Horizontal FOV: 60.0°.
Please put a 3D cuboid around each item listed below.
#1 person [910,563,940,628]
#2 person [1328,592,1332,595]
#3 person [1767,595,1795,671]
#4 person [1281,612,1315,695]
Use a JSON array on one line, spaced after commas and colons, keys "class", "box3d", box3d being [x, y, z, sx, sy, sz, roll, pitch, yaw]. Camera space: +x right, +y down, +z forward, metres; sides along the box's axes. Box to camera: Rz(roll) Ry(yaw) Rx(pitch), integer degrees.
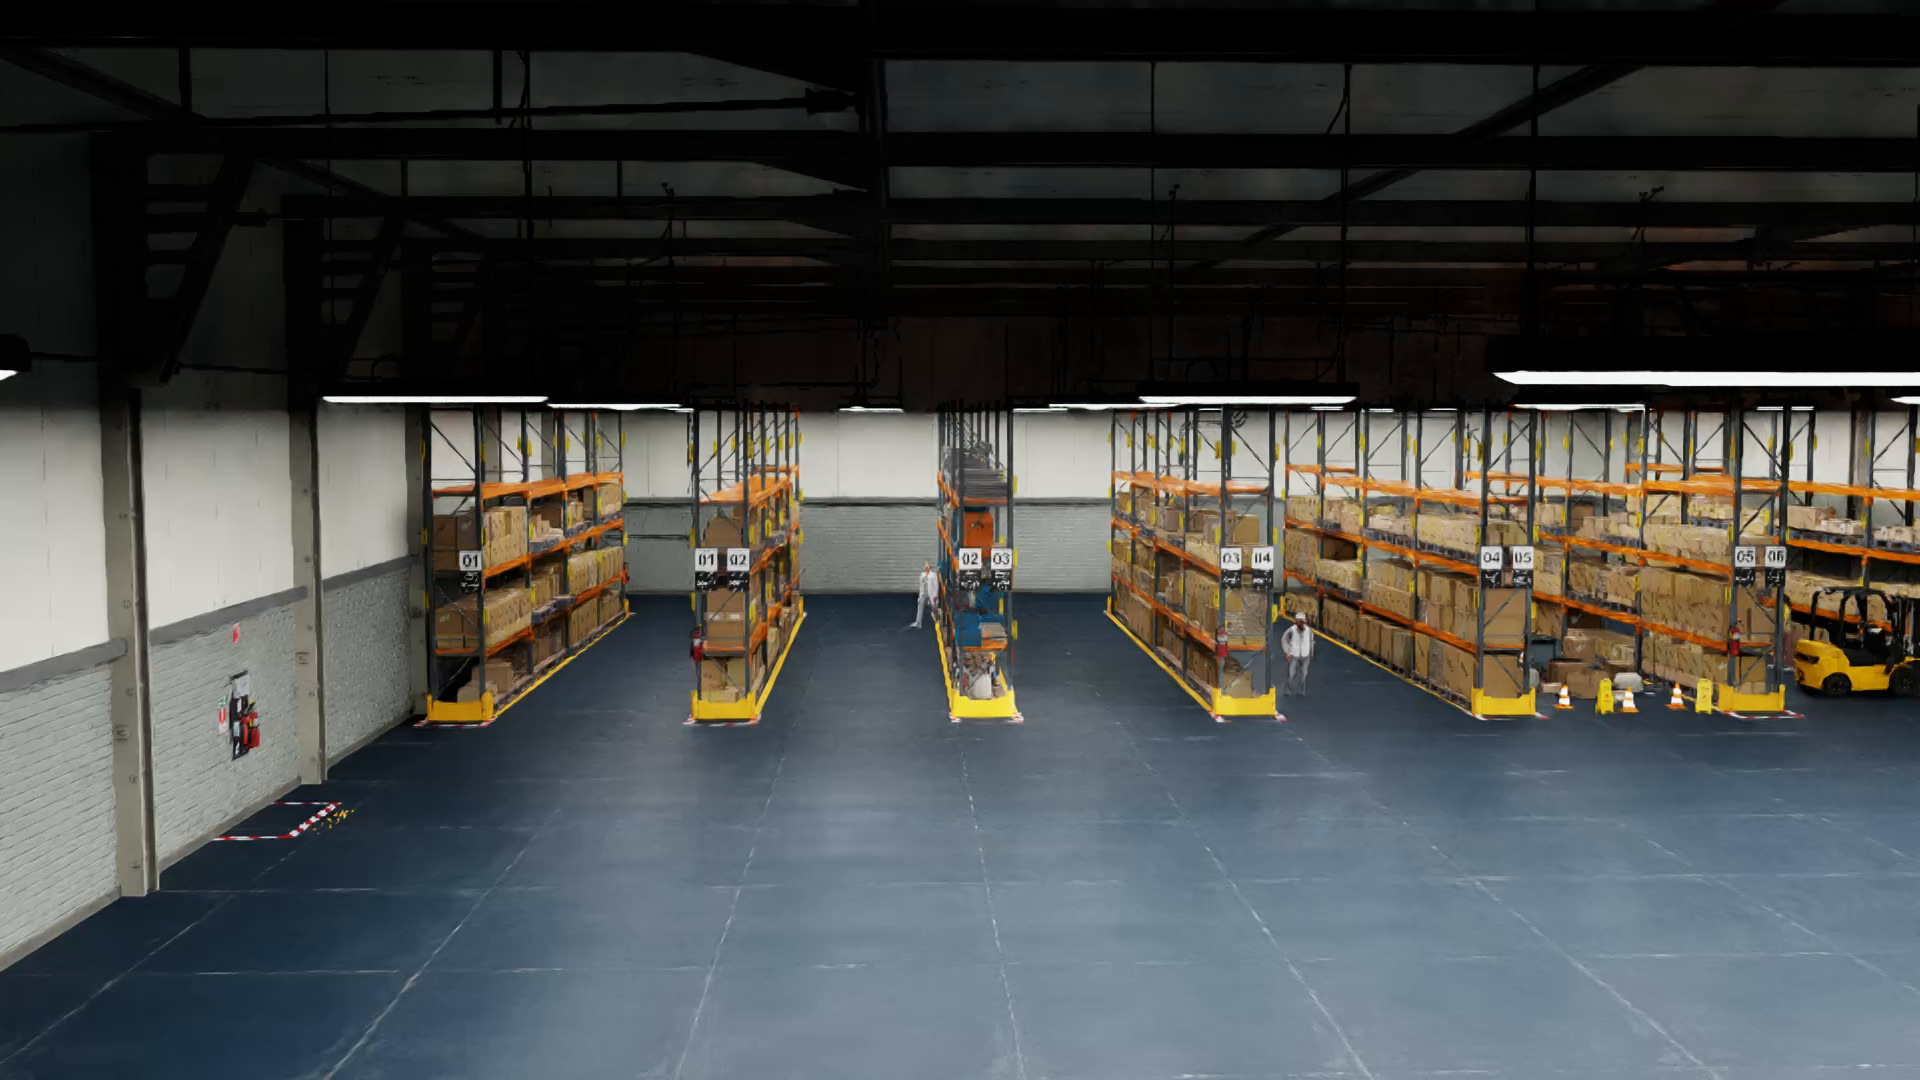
[{"class": "person", "box3d": [-0.863, 1.480, 44.526, 0.629, 1.720, 1.013, 2, 5, 26]}, {"class": "person", "box3d": [11.459, 0.897, 52.152, 0.594, 1.743, 0.959, 2, 5, 21]}, {"class": "person", "box3d": [18.368, 2.054, 37.123, 0.571, 1.666, 0.549, 2, 5, 24]}, {"class": "person", "box3d": [6.855, 2.309, 33.708, 0.677, 1.726, 0.574, 0, 4, -4]}]
